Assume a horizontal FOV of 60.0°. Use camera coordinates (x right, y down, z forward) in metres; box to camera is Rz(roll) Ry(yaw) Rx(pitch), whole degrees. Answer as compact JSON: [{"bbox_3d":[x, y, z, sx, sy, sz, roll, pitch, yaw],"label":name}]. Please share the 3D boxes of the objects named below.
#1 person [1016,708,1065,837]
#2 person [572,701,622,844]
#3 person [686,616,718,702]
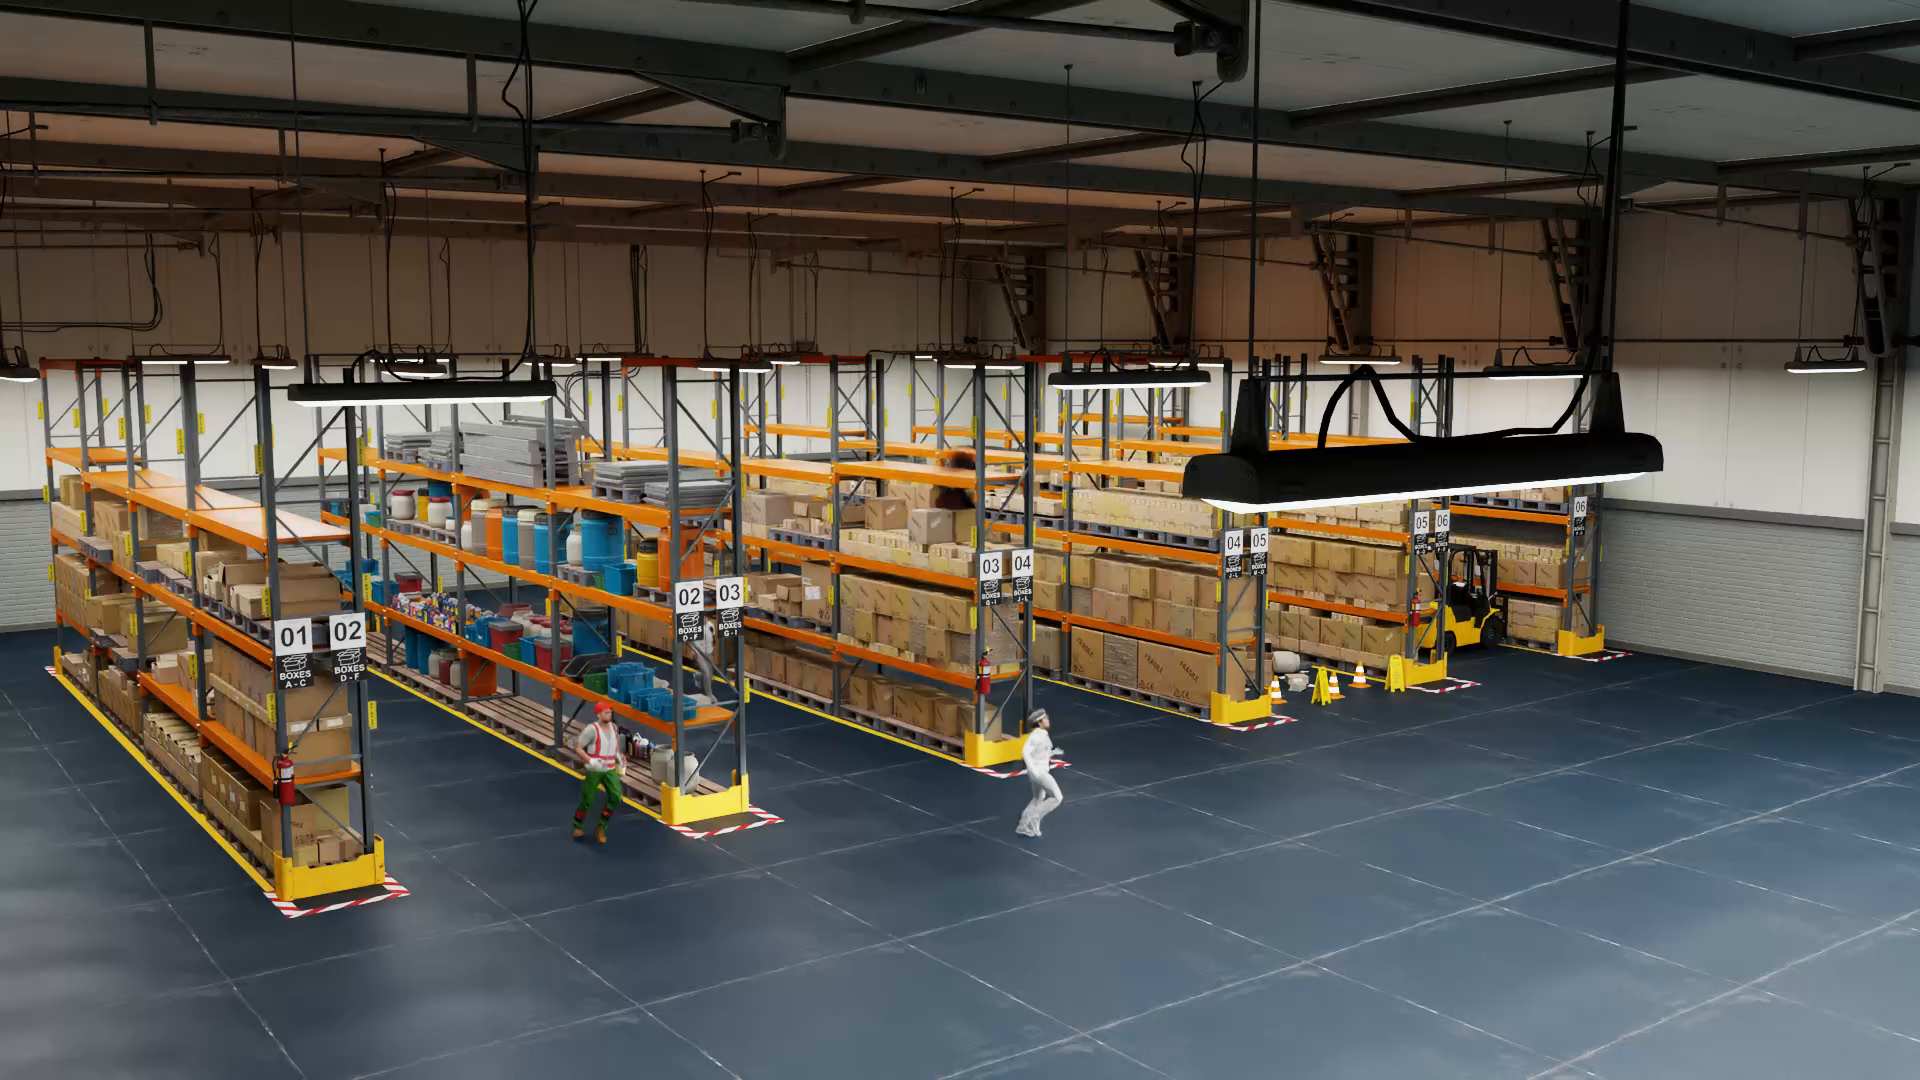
[{"bbox_3d":[1.034,2.959,21.227,0.603,1.659,0.612,0,7,2],"label":"person"},{"bbox_3d":[-4.556,2.935,21.149,0.718,1.786,0.668,-6,9,-43],"label":"person"},{"bbox_3d":[-4.568,1.998,29.384,0.599,1.673,0.697,-6,9,-39],"label":"person"}]
